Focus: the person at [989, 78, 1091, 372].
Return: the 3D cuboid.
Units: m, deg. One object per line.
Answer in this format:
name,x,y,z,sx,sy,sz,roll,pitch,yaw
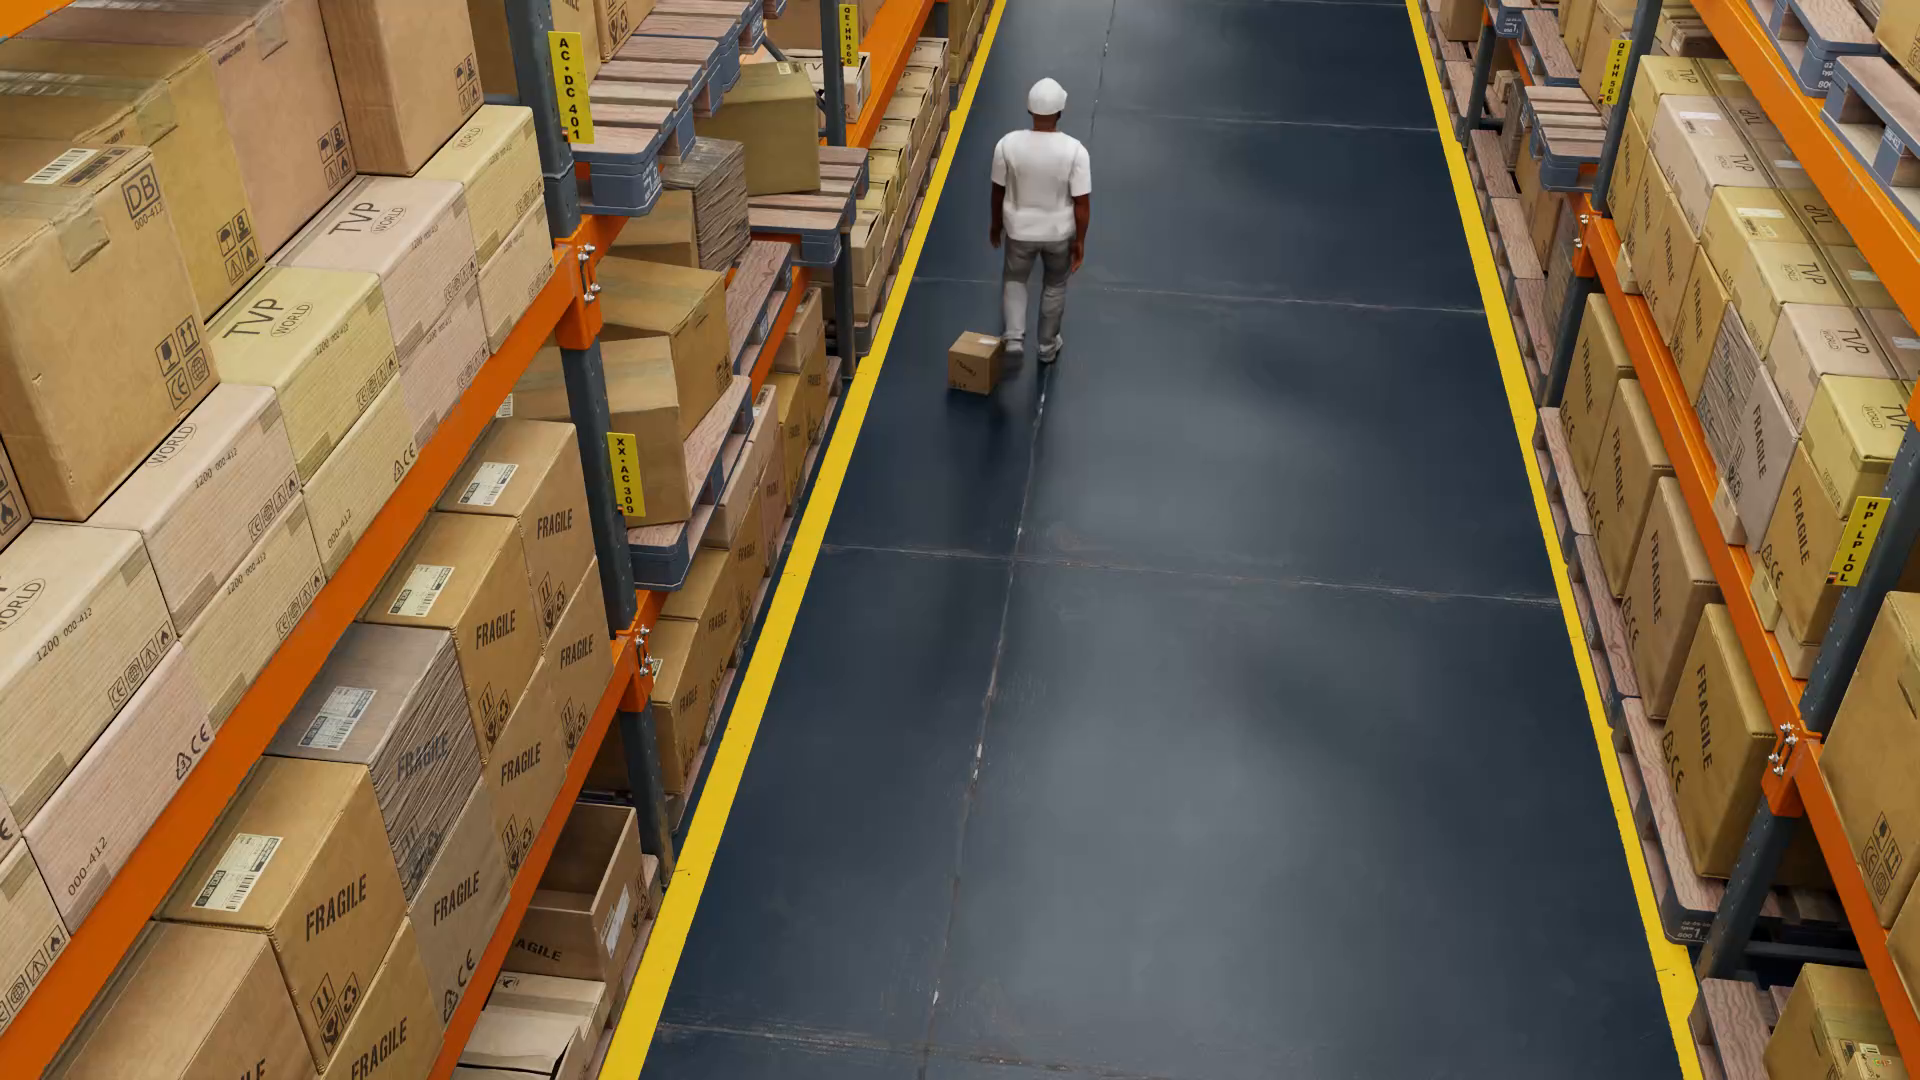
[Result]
person,0.442,-1.742,9.389,0.579,1.749,0.706,5,36,6
